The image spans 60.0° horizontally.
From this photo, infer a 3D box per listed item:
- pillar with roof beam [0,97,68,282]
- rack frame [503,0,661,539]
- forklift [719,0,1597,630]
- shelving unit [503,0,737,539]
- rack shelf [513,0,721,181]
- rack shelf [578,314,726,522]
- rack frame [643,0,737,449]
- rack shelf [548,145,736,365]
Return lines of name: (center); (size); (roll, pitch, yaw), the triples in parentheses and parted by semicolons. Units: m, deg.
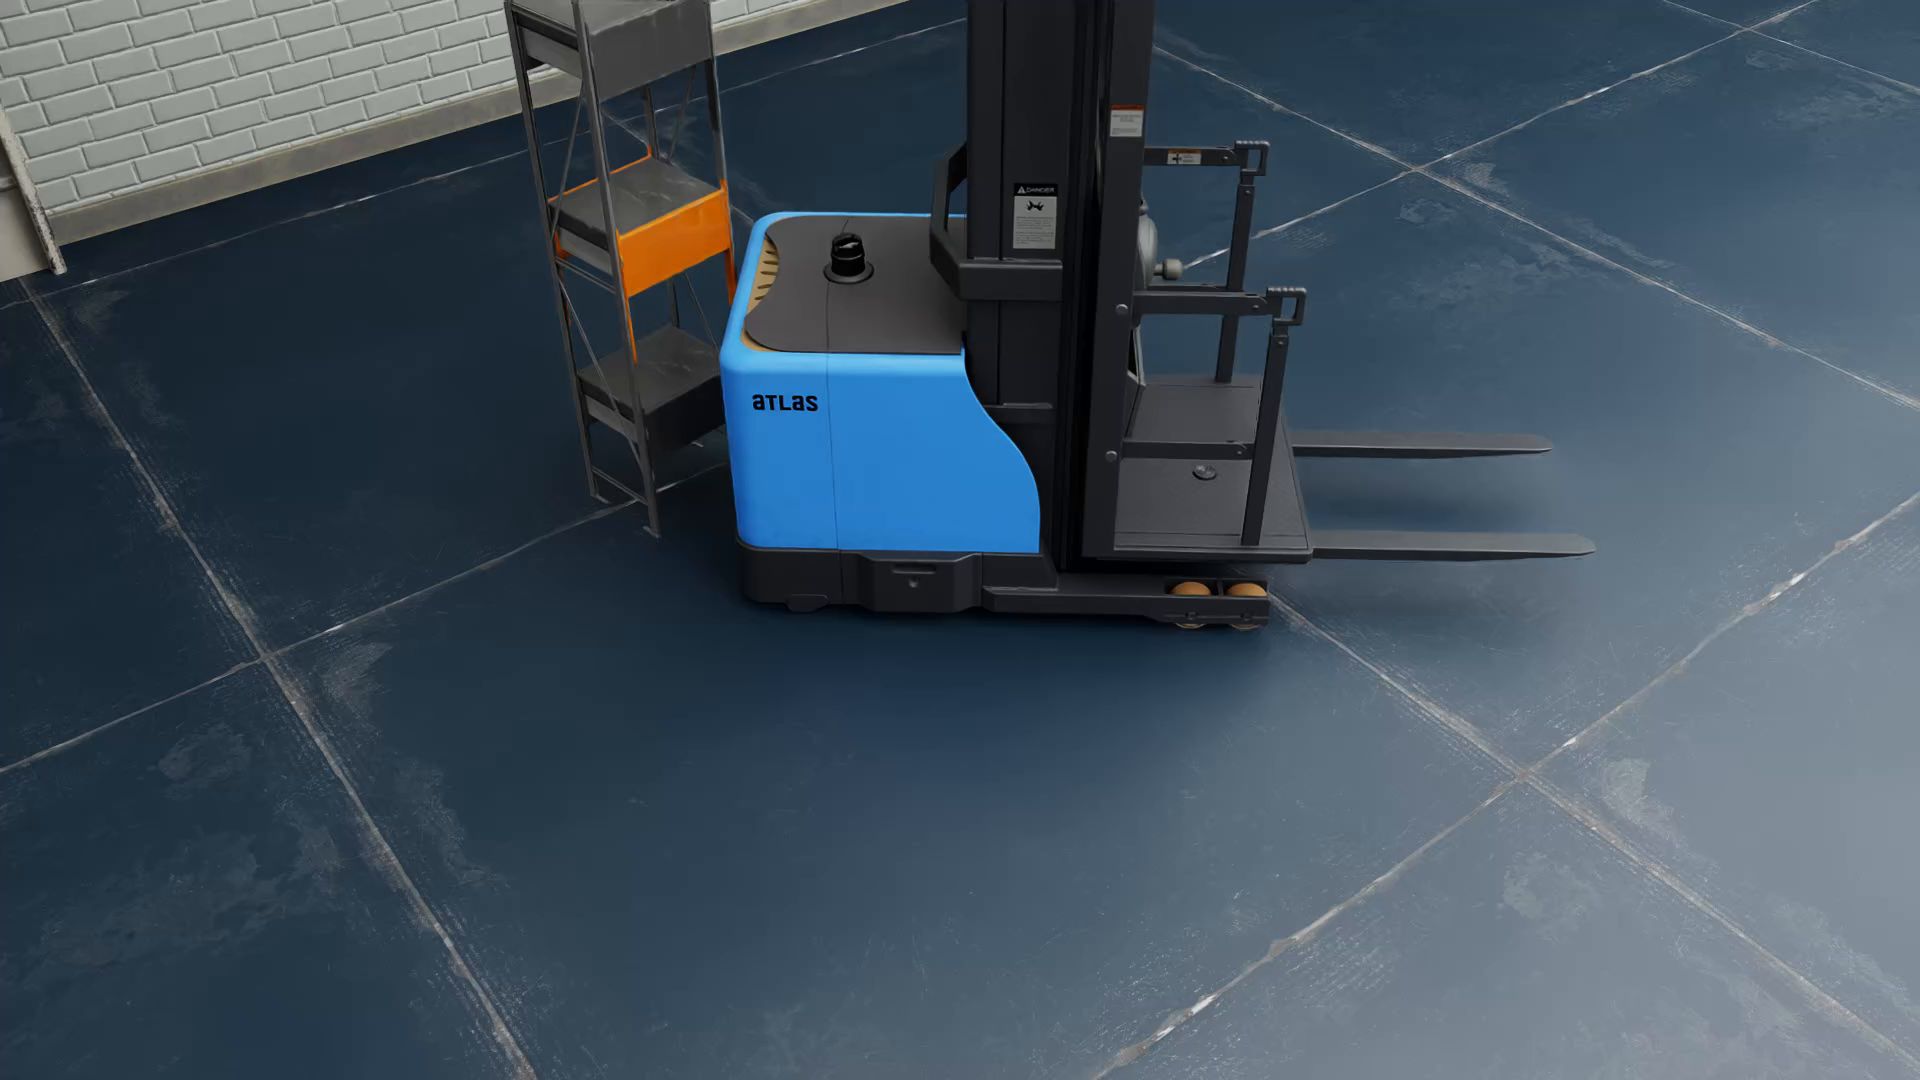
pillar with roof beam: (-1.803, -2.572, 2.291); (0.400, 9.000, 9.100); (-26, 46, -28)
rack frame: (-1.279, -0.902, 5.694); (0.400, 2.100, 0.015); (30, 48, 31)
forklift: (0.739, -1.163, 5.356); (3.031, 2.935, 1.130); (1, 39, 1)
shelving unit: (-1.116, -1.017, 5.835); (0.431, 2.100, 0.503); (30, 48, 31)
rack shelf: (-1.116, -1.548, 5.399); (0.431, 0.518, 0.480); (30, 48, 31)
rack shelf: (-1.116, -0.466, 6.287); (0.431, 0.518, 0.480); (30, 48, 31)
rack frame: (-0.954, -1.132, 5.975); (0.400, 2.100, 0.015); (30, 48, 31)
rack shelf: (-1.116, -1.007, 5.843); (0.431, 0.518, 0.480); (30, 48, 31)
